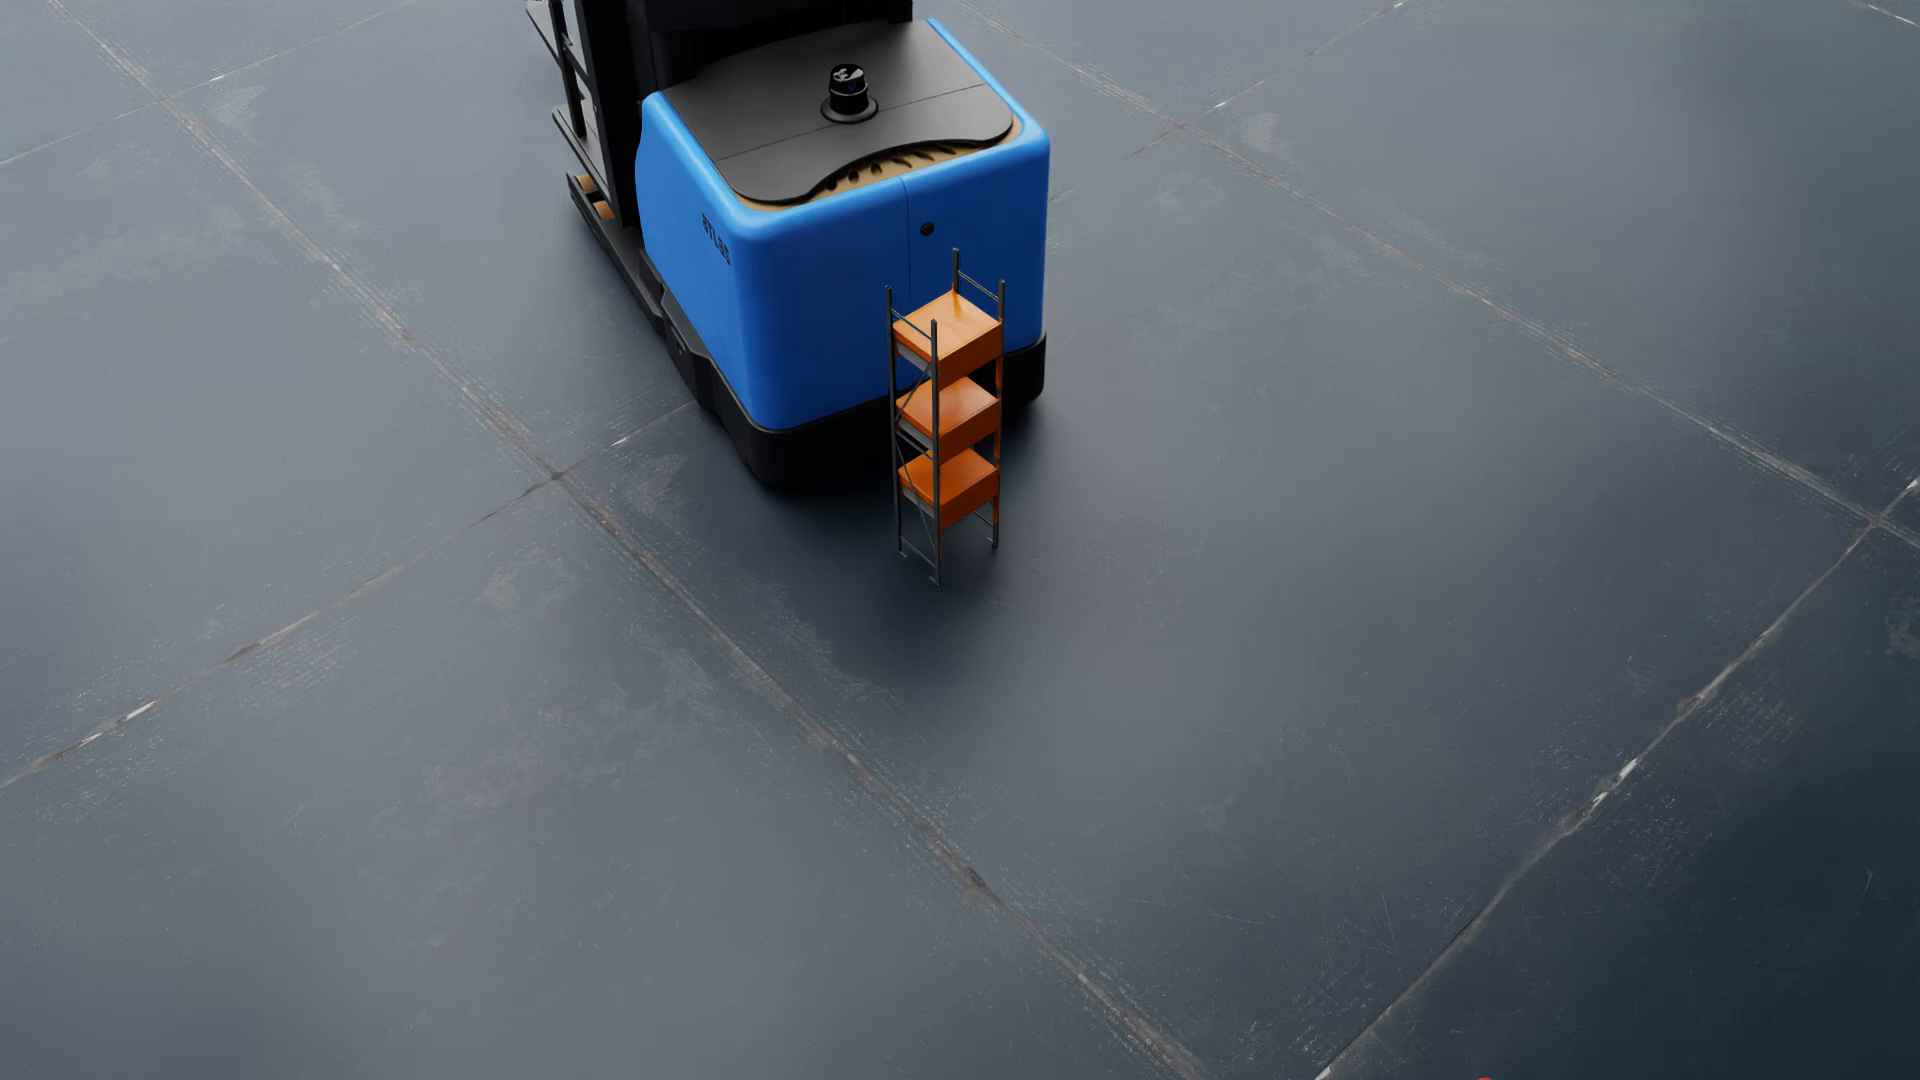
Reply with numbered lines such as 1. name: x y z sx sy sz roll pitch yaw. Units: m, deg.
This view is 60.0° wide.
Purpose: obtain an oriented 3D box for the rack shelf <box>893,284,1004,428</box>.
1. rack shelf: -0.040 -0.515 4.639 0.240 0.259 0.215 -34 56 -27

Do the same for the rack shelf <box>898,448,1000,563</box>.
1. rack shelf: -0.040 -0.134 5.052 0.240 0.259 0.215 -34 56 -27

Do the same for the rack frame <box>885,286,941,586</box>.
1. rack frame: -0.130 -0.269 4.784 0.008 1.050 0.200 -34 56 -27

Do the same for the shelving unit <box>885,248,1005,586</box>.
1. shelving unit: -0.040 -0.330 4.840 0.252 1.050 0.215 -34 56 -27

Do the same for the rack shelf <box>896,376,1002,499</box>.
1. rack shelf: -0.040 -0.322 4.848 0.240 0.259 0.215 -34 56 -27

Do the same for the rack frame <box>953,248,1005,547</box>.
1. rack frame: 0.051 -0.390 4.895 0.008 1.050 0.200 -34 56 -27

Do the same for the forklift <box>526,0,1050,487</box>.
1. forklift: -0.843 -2.250 5.332 1.130 2.935 3.031 -21 51 -18
